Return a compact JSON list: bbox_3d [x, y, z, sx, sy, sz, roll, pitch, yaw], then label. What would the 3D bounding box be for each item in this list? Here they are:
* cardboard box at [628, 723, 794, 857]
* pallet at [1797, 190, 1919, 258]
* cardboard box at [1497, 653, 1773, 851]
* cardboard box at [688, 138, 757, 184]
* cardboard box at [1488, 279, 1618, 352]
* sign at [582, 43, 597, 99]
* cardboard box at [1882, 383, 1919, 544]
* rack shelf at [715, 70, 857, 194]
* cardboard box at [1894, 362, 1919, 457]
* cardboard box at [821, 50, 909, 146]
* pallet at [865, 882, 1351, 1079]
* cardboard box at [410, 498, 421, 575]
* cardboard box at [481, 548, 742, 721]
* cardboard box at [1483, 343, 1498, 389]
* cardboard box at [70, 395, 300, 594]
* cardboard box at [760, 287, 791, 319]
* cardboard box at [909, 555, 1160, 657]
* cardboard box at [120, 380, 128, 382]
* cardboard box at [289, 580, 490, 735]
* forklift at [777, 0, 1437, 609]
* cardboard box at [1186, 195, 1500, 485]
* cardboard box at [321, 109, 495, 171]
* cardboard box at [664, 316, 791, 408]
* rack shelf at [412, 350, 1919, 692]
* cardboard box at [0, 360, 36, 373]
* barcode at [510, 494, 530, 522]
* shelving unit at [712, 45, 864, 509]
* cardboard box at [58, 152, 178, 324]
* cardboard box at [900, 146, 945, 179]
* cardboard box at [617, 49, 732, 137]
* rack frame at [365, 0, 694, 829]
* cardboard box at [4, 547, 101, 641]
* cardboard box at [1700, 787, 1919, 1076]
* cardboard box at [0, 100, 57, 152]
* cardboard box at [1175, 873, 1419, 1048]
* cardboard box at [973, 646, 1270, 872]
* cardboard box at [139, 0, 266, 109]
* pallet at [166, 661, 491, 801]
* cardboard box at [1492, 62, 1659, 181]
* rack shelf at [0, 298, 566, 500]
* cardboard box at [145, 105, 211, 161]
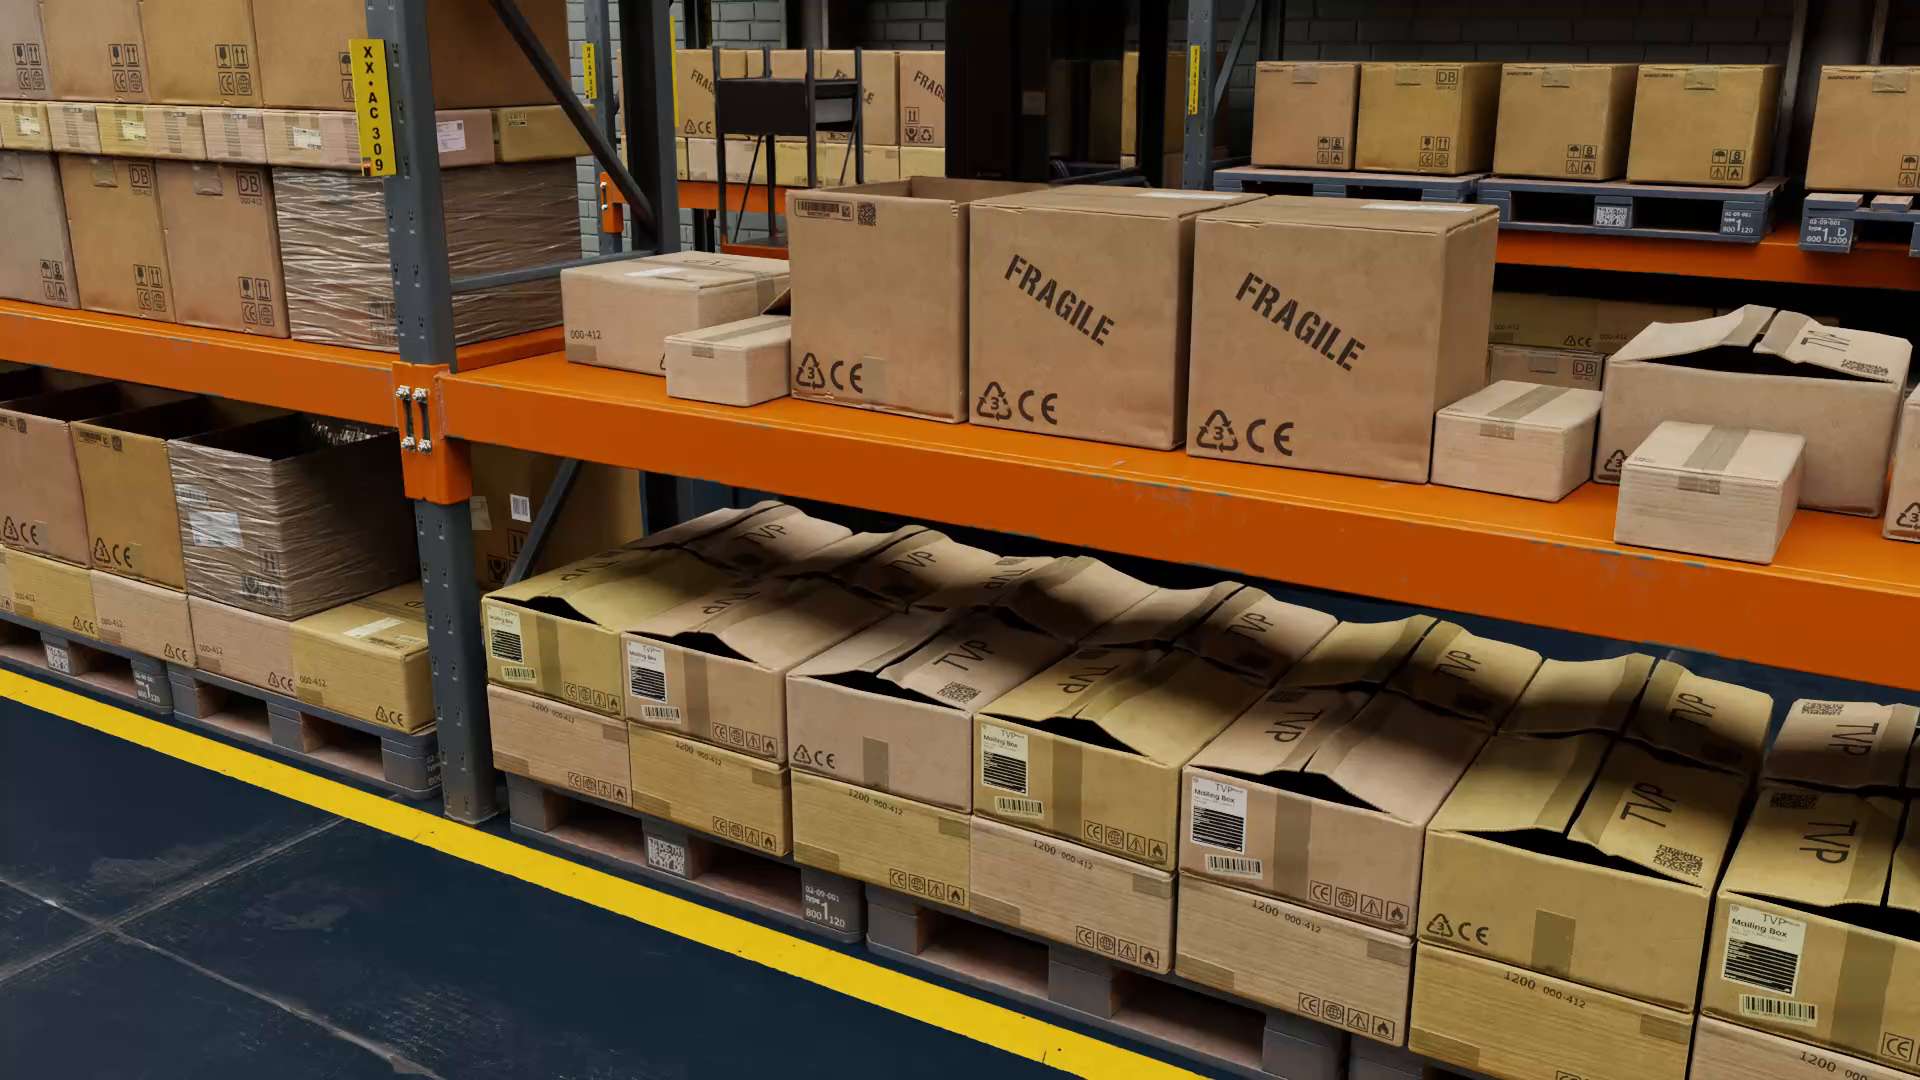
[{"bbox_3d":[-0.512,0.563,4.374,0.500,0.250,0.500,11,20,31],"label":"cardboard box"},{"bbox_3d":[4.174,-1.361,7.032,1.003,0.211,1.213,10,20,30],"label":"pallet"},{"bbox_3d":[1.503,0.472,3.708,0.500,0.311,0.500,10,19,29],"label":"cardboard box"},{"bbox_3d":[-1.280,-2.298,10.008,0.500,0.250,0.500,9,19,28],"label":"cardboard box"},{"bbox_3d":[2.887,-1.101,8.097,0.500,0.250,0.500,9,19,28],"label":"cardboard box"},{"bbox_3d":[-2.263,-2.868,10.172,0.005,0.325,0.100,10,20,30],"label":"sign"},{"bbox_3d":[1.961,-0.167,2.924,0.500,0.311,0.500,12,20,33],"label":"cardboard box"},{"bbox_3d":[-0.744,-1.781,7.269,0.480,0.518,0.431,9,19,28],"label":"rack shelf"},{"bbox_3d":[4.197,-0.482,7.352,0.500,0.500,0.700,10,20,31],"label":"cardboard box"},{"bbox_3d":[-0.431,-2.504,9.398,0.500,0.500,0.500,11,20,32],"label":"cardboard box"},{"bbox_3d":[0.532,0.870,4.155,1.213,0.211,1.003,10,20,30],"label":"pallet"},{"bbox_3d":[-1.822,-0.218,5.658,0.500,0.500,0.500,10,20,30],"label":"cardboard box"},{"bbox_3d":[-0.939,0.219,4.544,0.500,0.311,0.500,10,20,30],"label":"cardboard box"},{"bbox_3d":[2.531,-0.820,8.464,0.500,0.500,0.700,10,19,29],"label":"cardboard box"},{"bbox_3d":[-2.518,-0.167,5.487,0.500,0.500,0.500,10,20,30],"label":"cardboard box"},{"bbox_3d":[-0.315,-0.600,4.426,0.258,0.266,0.396,10,19,29],"label":"cardboard box"},{"bbox_3d":[0.205,0.239,4.477,0.500,0.311,0.500,10,20,30],"label":"cardboard box"},{"bbox_3d":[-3.096,-0.448,6.414,0.500,0.500,0.500,10,20,30],"label":"cardboard box"},{"bbox_3d":[-1.670,0.346,5.089,0.500,0.250,0.500,10,20,30],"label":"cardboard box"},{"bbox_3d":[0.756,-1.241,6.425,3.031,2.935,1.130,9,19,28],"label":"forklift"},{"bbox_3d":[0.810,-0.443,3.506,0.500,0.500,0.500,9,19,27],"label":"cardboard box"},{"bbox_3d":[-1.504,-1.099,4.549,0.250,0.149,0.380,10,20,30],"label":"cardboard box"},{"bbox_3d":[-0.512,-0.447,4.123,0.250,0.149,0.380,10,20,30],"label":"cardboard box"},{"bbox_3d":[0.544,-0.104,3.800,4.000,0.370,1.077,10,20,30],"label":"rack shelf"},{"bbox_3d":[-3.801,-0.392,6.230,0.500,0.500,0.500,10,20,30],"label":"cardboard box"},{"bbox_3d":[-1.161,-0.084,4.389,0.075,0.075,0.001,10,20,30],"label":"barcode"},{"bbox_3d":[-0.744,-1.124,7.468,0.503,2.100,0.431,9,19,28],"label":"shelving unit"},{"bbox_3d":[-2.420,-1.022,5.412,0.500,0.500,0.700,10,20,31],"label":"cardboard box"},{"bbox_3d":[0.010,-2.065,9.242,0.500,0.250,0.500,10,20,30],"label":"cardboard box"},{"bbox_3d":[-1.730,-2.738,10.166,0.500,0.500,0.500,10,20,30],"label":"cardboard box"},{"bbox_3d":[-1.160,-0.752,4.696,0.127,3.000,1.000,10,20,30],"label":"rack frame"},{"bbox_3d":[-2.951,0.119,5.836,0.500,0.250,0.500,10,20,30],"label":"cardboard box"},{"bbox_3d":[1.673,0.684,3.012,0.500,0.311,0.500,11,20,31],"label":"cardboard box"},{"bbox_3d":[-2.813,-1.332,5.317,0.250,0.149,0.380,11,20,32],"label":"cardboard box"},{"bbox_3d":[0.804,0.797,3.606,0.500,0.250,0.500,11,20,31],"label":"cardboard box"},{"bbox_3d":[0.372,0.452,3.775,0.500,0.311,0.500,11,20,32],"label":"cardboard box"},{"bbox_3d":[-1.973,-1.563,4.962,0.500,0.500,0.700,10,20,30],"label":"cardboard box"},{"bbox_3d":[-1.816,0.451,5.534,1.213,0.211,1.003,10,20,30],"label":"pallet"},{"bbox_3d":[2.895,-1.973,7.786,0.500,0.500,0.700,13,21,38],"label":"cardboard box"},{"bbox_3d":[-2.865,-0.712,5.803,4.000,0.370,1.077,10,20,30],"label":"rack shelf"},{"bbox_3d":[-2.163,-1.216,4.934,0.250,0.149,0.380,10,20,30],"label":"cardboard box"}]
